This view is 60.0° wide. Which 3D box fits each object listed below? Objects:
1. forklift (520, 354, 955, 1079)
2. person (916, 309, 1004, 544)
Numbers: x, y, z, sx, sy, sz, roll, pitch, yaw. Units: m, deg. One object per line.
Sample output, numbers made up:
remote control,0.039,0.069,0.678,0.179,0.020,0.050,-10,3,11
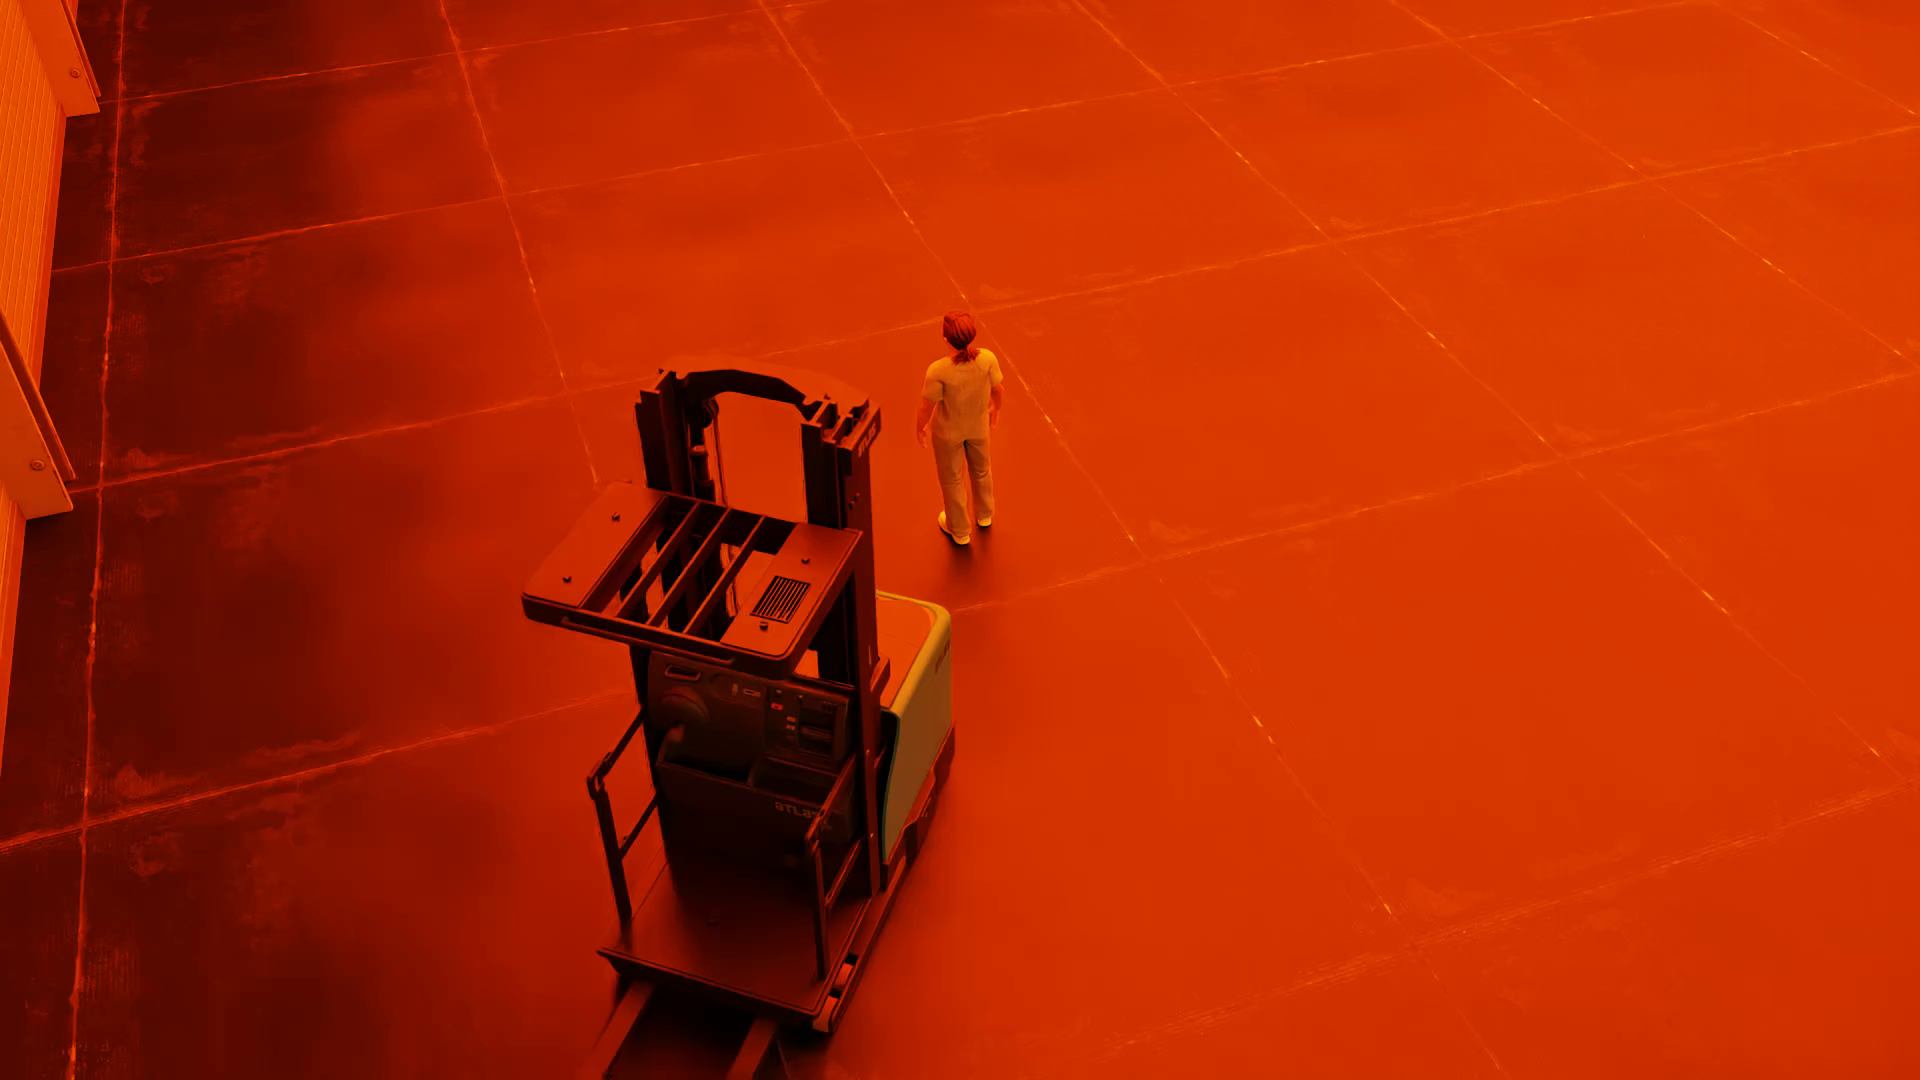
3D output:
forklift,-0.986,0.825,7.013,1.130,2.935,3.031,12,42,14
person,-0.013,-0.694,9.789,0.550,1.675,0.549,-13,42,-15
